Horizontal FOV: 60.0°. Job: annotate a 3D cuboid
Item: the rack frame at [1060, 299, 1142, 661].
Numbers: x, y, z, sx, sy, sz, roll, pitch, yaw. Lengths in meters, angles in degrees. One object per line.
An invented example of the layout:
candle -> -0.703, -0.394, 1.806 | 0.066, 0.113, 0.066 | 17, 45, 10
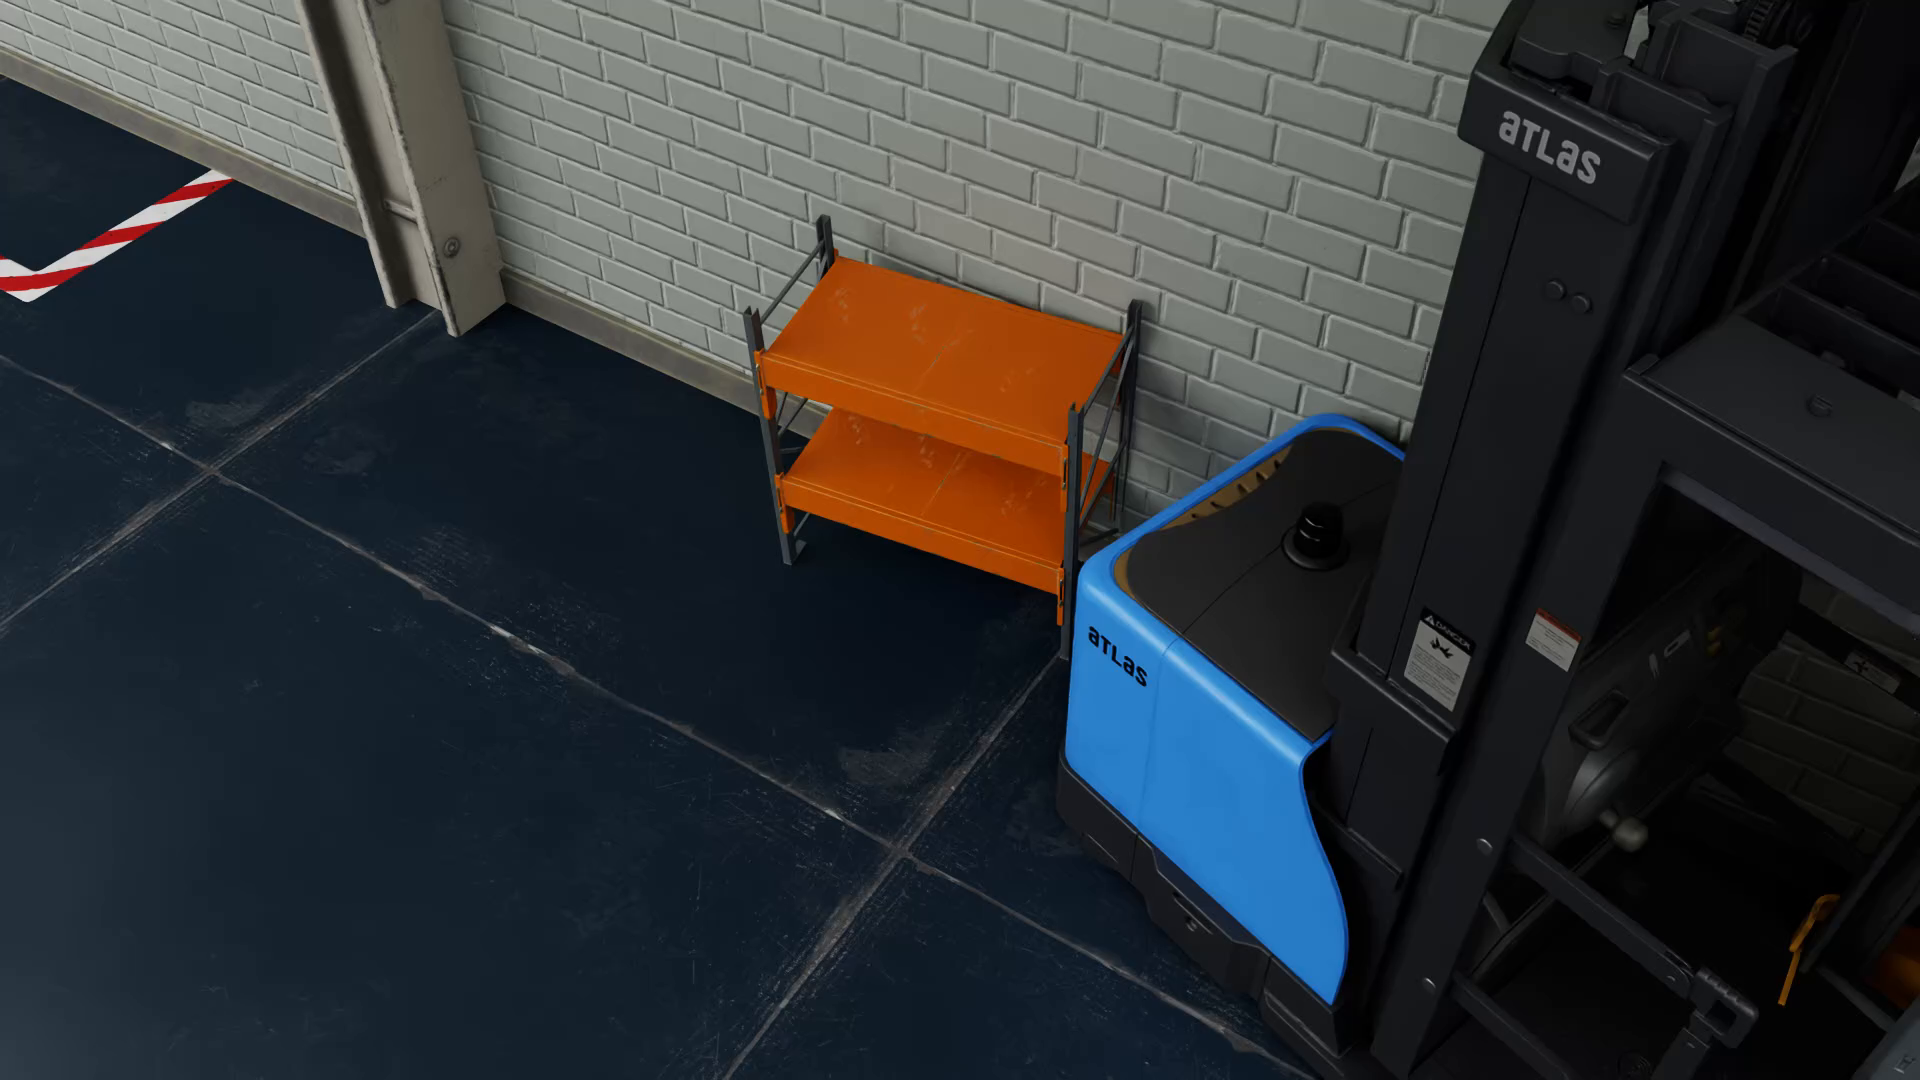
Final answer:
rack frame -> 0.426, -0.154, 5.094 | 0.032, 1.125, 0.500 | 18, 52, 17

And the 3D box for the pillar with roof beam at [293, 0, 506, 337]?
pillar with roof beam -> -4.378, -1.500, 0.933 | 0.400, 9.000, 9.100 | 25, 51, 22

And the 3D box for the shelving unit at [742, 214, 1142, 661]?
shelving unit -> -0.036, -0.306, 5.240 | 1.048, 1.125, 0.538 | 18, 52, 17

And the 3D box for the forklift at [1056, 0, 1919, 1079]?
forklift -> 1.616, 0.379, 3.338 | 1.130, 2.935, 3.031 | -31, 53, -27

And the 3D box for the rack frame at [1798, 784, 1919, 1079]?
rack frame -> 1.941, 0.566, 3.108 | 0.127, 3.000, 1.000 | 25, 51, 22

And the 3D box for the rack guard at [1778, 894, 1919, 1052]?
rack guard -> 2.005, 1.467, 3.976 | 0.348, 0.500, 1.175 | 25, 51, 22

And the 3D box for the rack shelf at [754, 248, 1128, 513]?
rack shelf -> -0.044, -0.496, 5.018 | 1.000, 0.278, 0.538 | 18, 52, 17

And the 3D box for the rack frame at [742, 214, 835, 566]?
rack frame -> -0.499, -0.457, 5.386 | 0.032, 1.125, 0.500 | 18, 52, 17

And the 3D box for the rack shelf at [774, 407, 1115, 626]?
rack shelf -> -0.030, -0.146, 5.426 | 1.000, 0.278, 0.538 | 18, 52, 17
